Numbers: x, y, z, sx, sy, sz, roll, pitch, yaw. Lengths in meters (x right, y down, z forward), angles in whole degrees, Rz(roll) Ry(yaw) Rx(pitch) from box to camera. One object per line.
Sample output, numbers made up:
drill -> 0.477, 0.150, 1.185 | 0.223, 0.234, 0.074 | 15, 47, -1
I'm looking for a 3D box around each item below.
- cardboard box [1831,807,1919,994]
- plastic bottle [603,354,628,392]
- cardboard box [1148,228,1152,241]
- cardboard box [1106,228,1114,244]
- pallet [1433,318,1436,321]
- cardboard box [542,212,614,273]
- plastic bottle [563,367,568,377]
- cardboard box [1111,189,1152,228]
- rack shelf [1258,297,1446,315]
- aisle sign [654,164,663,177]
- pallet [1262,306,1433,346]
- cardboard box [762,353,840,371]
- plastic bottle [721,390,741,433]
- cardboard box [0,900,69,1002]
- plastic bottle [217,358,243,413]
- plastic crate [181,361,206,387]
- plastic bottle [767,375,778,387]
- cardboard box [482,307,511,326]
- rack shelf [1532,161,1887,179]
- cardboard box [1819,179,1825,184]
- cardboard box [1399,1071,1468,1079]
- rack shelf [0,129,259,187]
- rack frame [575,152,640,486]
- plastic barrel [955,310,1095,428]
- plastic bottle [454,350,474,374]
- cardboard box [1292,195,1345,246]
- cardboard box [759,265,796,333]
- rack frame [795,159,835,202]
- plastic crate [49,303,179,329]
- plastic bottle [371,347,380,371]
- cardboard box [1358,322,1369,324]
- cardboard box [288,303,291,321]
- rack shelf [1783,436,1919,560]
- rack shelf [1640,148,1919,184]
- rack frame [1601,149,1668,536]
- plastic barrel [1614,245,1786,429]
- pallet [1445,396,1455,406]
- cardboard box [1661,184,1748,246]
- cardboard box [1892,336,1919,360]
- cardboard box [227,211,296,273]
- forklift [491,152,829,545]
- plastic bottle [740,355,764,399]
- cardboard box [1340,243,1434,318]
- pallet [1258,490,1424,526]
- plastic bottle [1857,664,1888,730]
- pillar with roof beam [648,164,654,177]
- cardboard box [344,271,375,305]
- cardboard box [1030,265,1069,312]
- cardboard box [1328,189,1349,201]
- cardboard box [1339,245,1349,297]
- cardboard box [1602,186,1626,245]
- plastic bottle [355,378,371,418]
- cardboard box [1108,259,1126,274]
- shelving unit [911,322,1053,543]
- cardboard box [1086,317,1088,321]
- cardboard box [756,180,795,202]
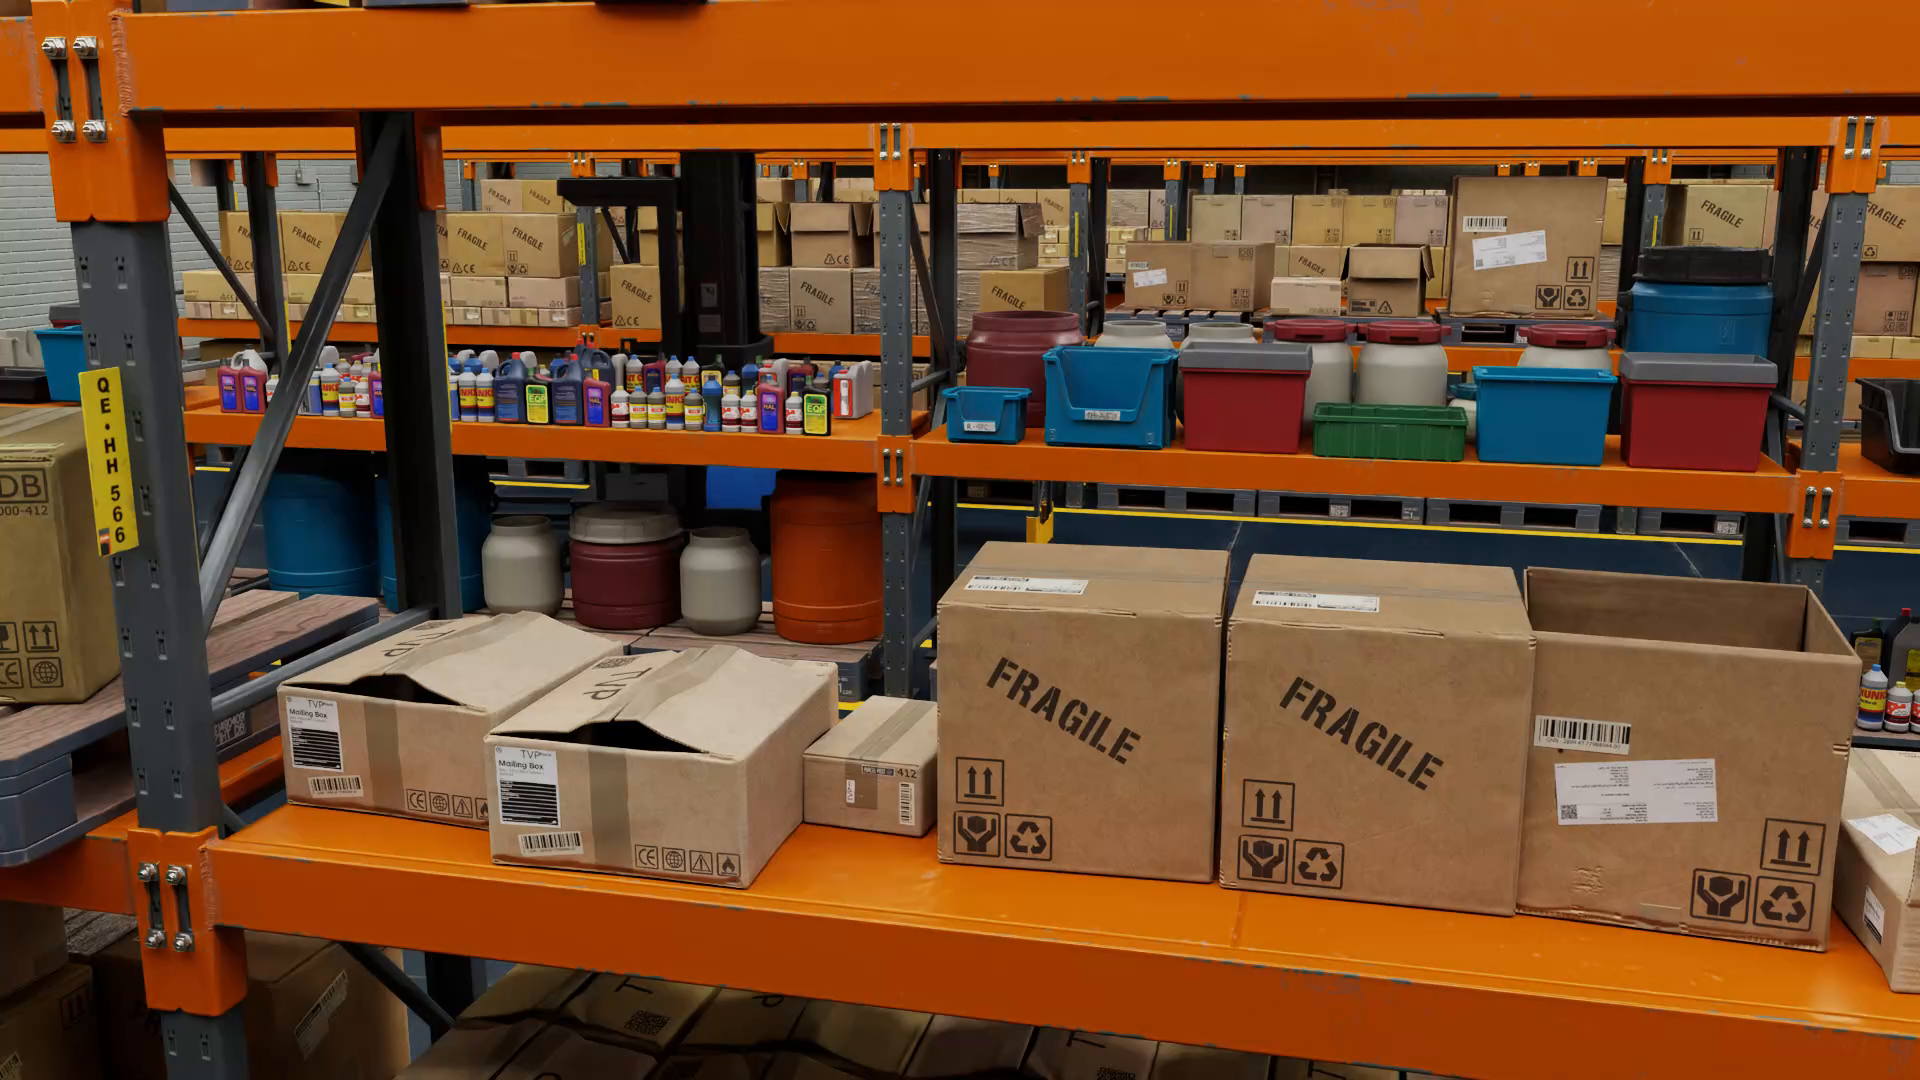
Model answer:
cardboard box -> 1.603, 0.539, 2.689 | 0.258, 0.266, 0.396 | 3, 13, 12
plastic bottle -> -1.882, -0.870, 9.018 | 0.135, 0.276, 0.152 | 3, 13, 14
cardboard box -> 2.339, -4.062, 22.311 | 0.500, 0.250, 0.500 | 3, 13, 12
cardboard box -> 1.452, -3.163, 17.303 | 0.250, 0.149, 0.380 | 3, 13, 13
pallet -> 7.713, -3.399, 26.567 | 1.213, 0.211, 1.003 | 3, 13, 14
cardboard box -> -3.293, -2.534, 14.160 | 0.500, 0.500, 0.500 | 3, 13, 14
plastic bottle -> -1.942, -0.742, 8.422 | 0.133, 0.283, 0.061 | 3, 13, 14
cardboard box -> 2.304, -4.428, 22.226 | 0.500, 0.500, 0.500 | 3, 13, 15
rack shelf -> 4.222, -2.393, 17.254 | 4.000, 0.370, 1.077 | 3, 13, 14
aisle sign -> -4.394, -5.647, 24.260 | 0.004, 0.787, 0.394 | 3, 13, 14
pallet -> 2.926, -1.622, 12.563 | 1.213, 0.211, 1.003 | 3, 13, 14
cardboard box -> -1.396, -1.110, 13.748 | 0.875, 0.875, 1.225 | 3, 13, 12
plastic bottle -> -1.114, -0.630, 8.105 | 0.097, 0.201, 0.097 | 0, 13, 0
cardboard box -> -2.403, 0.911, 3.726 | 0.500, 0.250, 0.500 | 4, 13, 16
plastic bottle -> -3.822, -0.810, 8.730 | 0.133, 0.283, 0.061 | 3, 13, 14
plastic crate -> -4.494, -0.931, 9.474 | 0.243, 0.136, 0.396 | 3, 13, 14
plastic bottle -> -0.996, -0.759, 8.687 | 0.097, 0.201, 0.097 | 0, 13, 0
cardboard box -> -3.763, -1.869, 13.811 | 0.250, 0.149, 0.380 | 3, 13, 13
rack shelf -> 9.194, -4.696, 20.709 | 4.000, 0.370, 1.077 | 3, 13, 14
cardboard box -> 10.587, -4.142, 20.250 | 0.500, 0.500, 0.700 | 3, 13, 12
cardboard box -> 1.171, 1.217, 3.409 | 0.500, 0.311, 0.500 | 3, 13, 12
rack shelf -> -6.018, -2.193, 9.429 | 4.000, 0.370, 1.077 | 3, 13, 14
rack frame -> -2.889, -2.018, 13.902 | 0.127, 3.000, 1.000 | 3, 13, 14
plastic barrel -> 0.330, -0.875, 8.436 | 0.708, 0.536, 0.600 | 3, 13, 14
plastic bottle -> -2.772, -0.918, 9.232 | 0.135, 0.276, 0.152 | 3, 13, 14
cardboard box -> 3.704, -3.307, 17.176 | 0.500, 0.500, 0.700 | 3, 13, 13
cardboard box -> -1.529, -1.938, 13.313 | 0.500, 0.500, 0.500 | 3, 13, 12
rack frame -> -1.603, -3.055, 18.580 | 0.127, 3.000, 1.000 | 3, 13, 14
plastic crate -> -4.883, -1.136, 9.641 | 0.583, 0.464, 0.402 | 3, 13, 14
plastic bottle -> -3.140, -0.943, 9.172 | 0.185, 0.351, 0.144 | 3, 13, 14
cardboard box -> 5.368, -2.708, 22.110 | 0.625, 0.372, 0.950 | 4, 13, 15
cardboard box -> -5.756, -1.975, 14.291 | 0.250, 0.149, 0.380 | 3, 13, 13
rack shelf -> 5.633, -0.106, 6.947 | 4.000, 0.370, 1.077 | 3, 13, 14
rack shelf -> 6.819, -2.612, 11.316 | 4.000, 0.370, 1.077 | 3, 13, 14
rack frame -> 4.878, -1.602, 12.031 | 0.127, 3.000, 1.000 | 3, 13, 14
plastic barrel -> 3.388, -0.889, 7.660 | 0.708, 0.901, 0.600 | 3, 13, 14
pallet -> 5.397, -1.303, 17.120 | 1.213, 0.211, 1.003 | 3, 13, 14
cardboard box -> 5.380, -2.319, 12.035 | 0.500, 0.500, 0.500 | 3, 13, 14
cardboard box -> 6.474, -1.330, 11.385 | 0.250, 0.149, 0.380 | 3, 13, 14
cardboard box -> -5.886, -2.556, 14.256 | 0.500, 0.500, 0.500 | 3, 13, 12
forklift -> -2.152, -1.457, 11.533 | 3.031, 2.935, 1.130 | 0, 13, 2
plastic bottle -> -1.104, -0.843, 8.875 | 0.133, 0.283, 0.061 | 3, 13, 14
cardboard box -> 3.172, -1.928, 12.292 | 0.637, 0.503, 0.797 | 4, 13, 19
pallet -> 2.933, -0.344, 12.797 | 1.213, 0.211, 1.003 | 3, 13, 14
plastic bottle -> 3.895, 0.665, 7.094 | 0.097, 0.271, 0.097 | 0, 13, 0
pillar with roof beam -> -6.646, -7.706, 25.691 | 0.400, 9.000, 9.100 | 3, 13, 14
cardboard box -> -4.871, -2.137, 14.101 | 0.500, 0.250, 0.500 | 3, 13, 12
cardboard box -> 0.587, -1.941, 13.328 | 0.500, 0.500, 0.500 | 3, 13, 15
cardboard box -> 5.024, -4.584, 22.086 | 0.250, 0.149, 0.380 | 2, 13, 11
cardboard box -> 4.119, -2.738, 16.919 | 0.500, 0.500, 0.500 | 3, 13, 13
cardboard box -> 6.514, -3.214, 16.457 | 0.550, 0.550, 0.875 | 3, 13, 14
plastic bottle -> -3.068, -0.734, 8.576 | 0.097, 0.201, 0.097 | 0, 13, 0
cardboard box -> 1.691, -2.859, 17.306 | 0.250, 0.149, 0.380 | 3, 13, 14
shelving unit -> 0.074, -0.728, 11.553 | 1.083, 1.500, 0.587 | 3, 13, 14
cardboard box -> 1.177, -2.312, 18.298 | 0.500, 0.250, 0.500 | 3, 13, 13
cardboard box -> -2.124, -3.705, 18.282 | 0.500, 0.500, 0.500 | 3, 13, 12
